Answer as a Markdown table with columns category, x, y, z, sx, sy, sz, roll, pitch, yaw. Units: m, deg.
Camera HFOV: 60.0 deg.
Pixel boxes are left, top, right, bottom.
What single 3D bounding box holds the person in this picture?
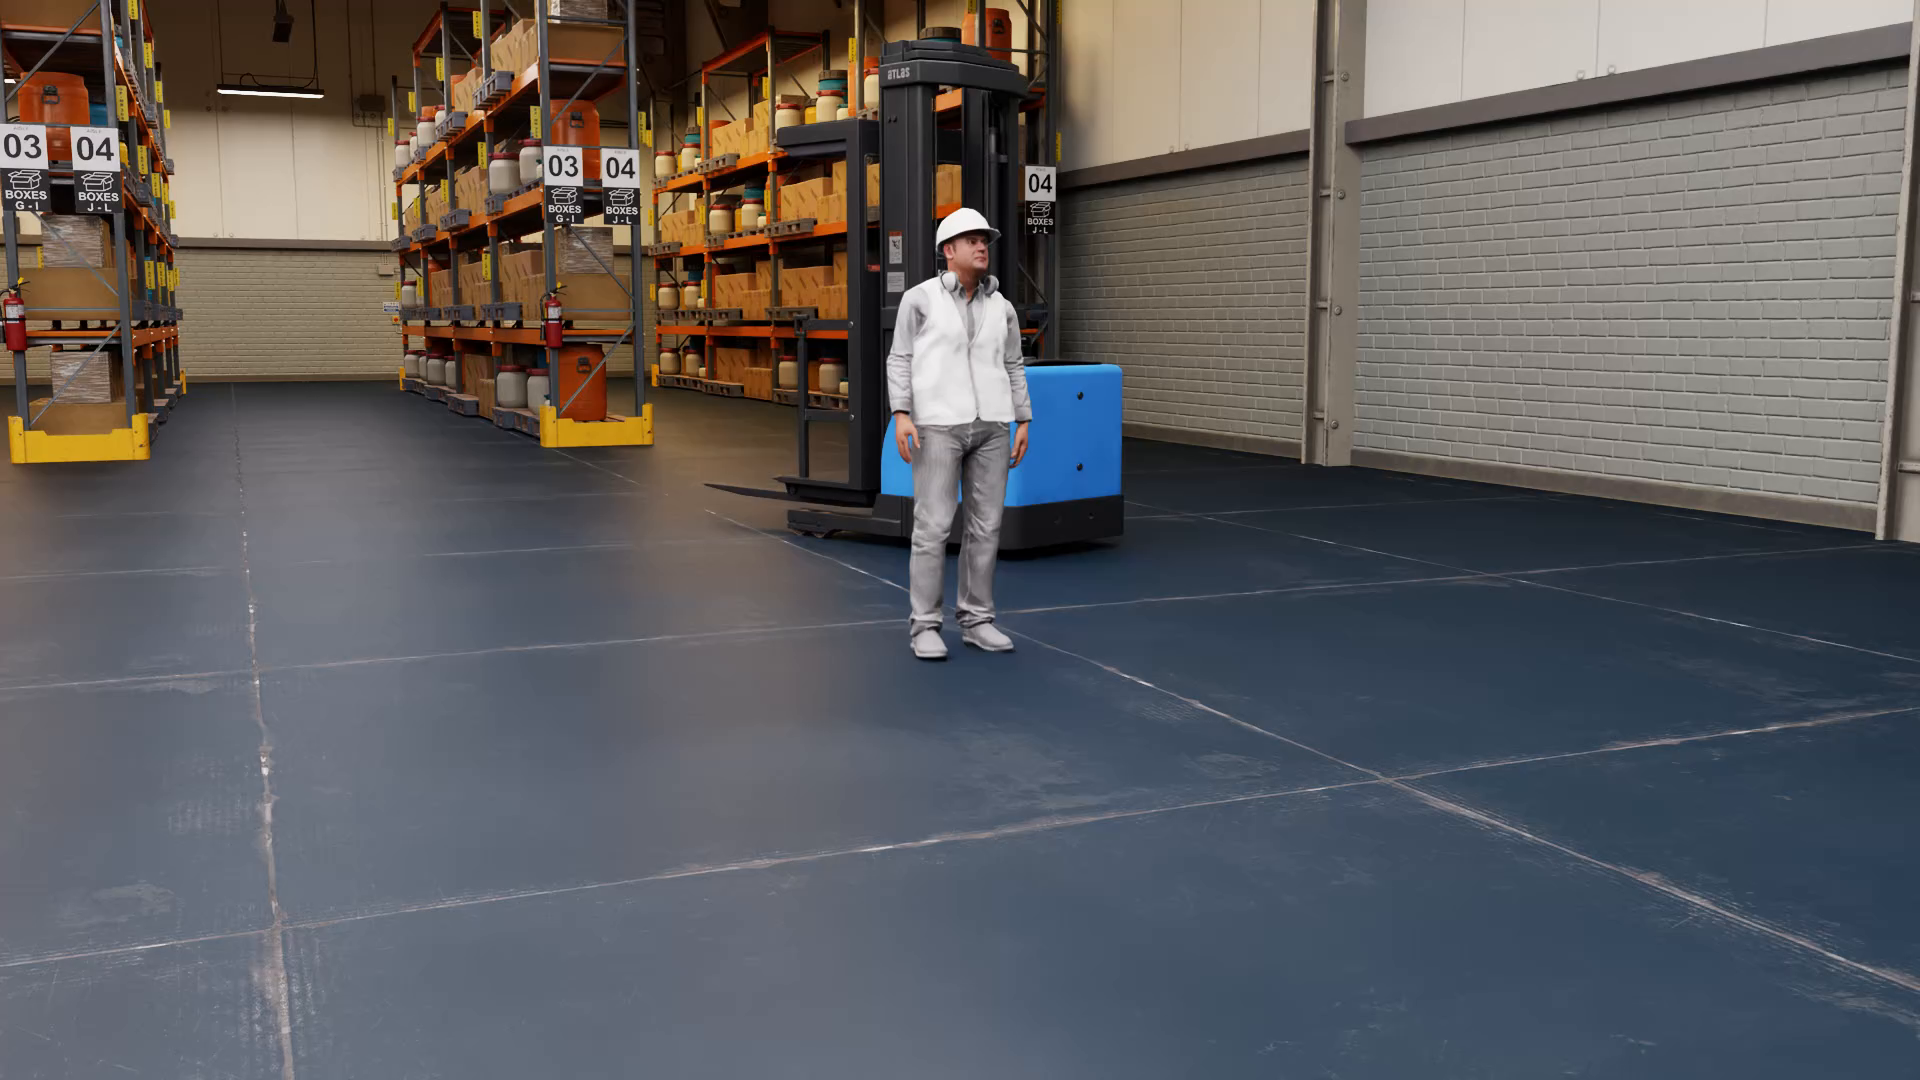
| category | x | y | z | sx | sy | sz | roll | pitch | yaw |
| --- | --- | --- | --- | --- | --- | --- | --- | --- | --- |
| person | 0.030 | -0.442 | 6.728 | 0.620 | 1.779 | 0.535 | -3 | 8 | -23 |

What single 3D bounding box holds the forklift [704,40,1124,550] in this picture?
| category | x | y | z | sx | sy | sz | roll | pitch | yaw |
| --- | --- | --- | --- | --- | --- | --- | --- | --- | --- |
| forklift | -0.436 | -1.509 | 10.383 | 3.031 | 2.935 | 1.130 | 7 | 10 | 44 |
